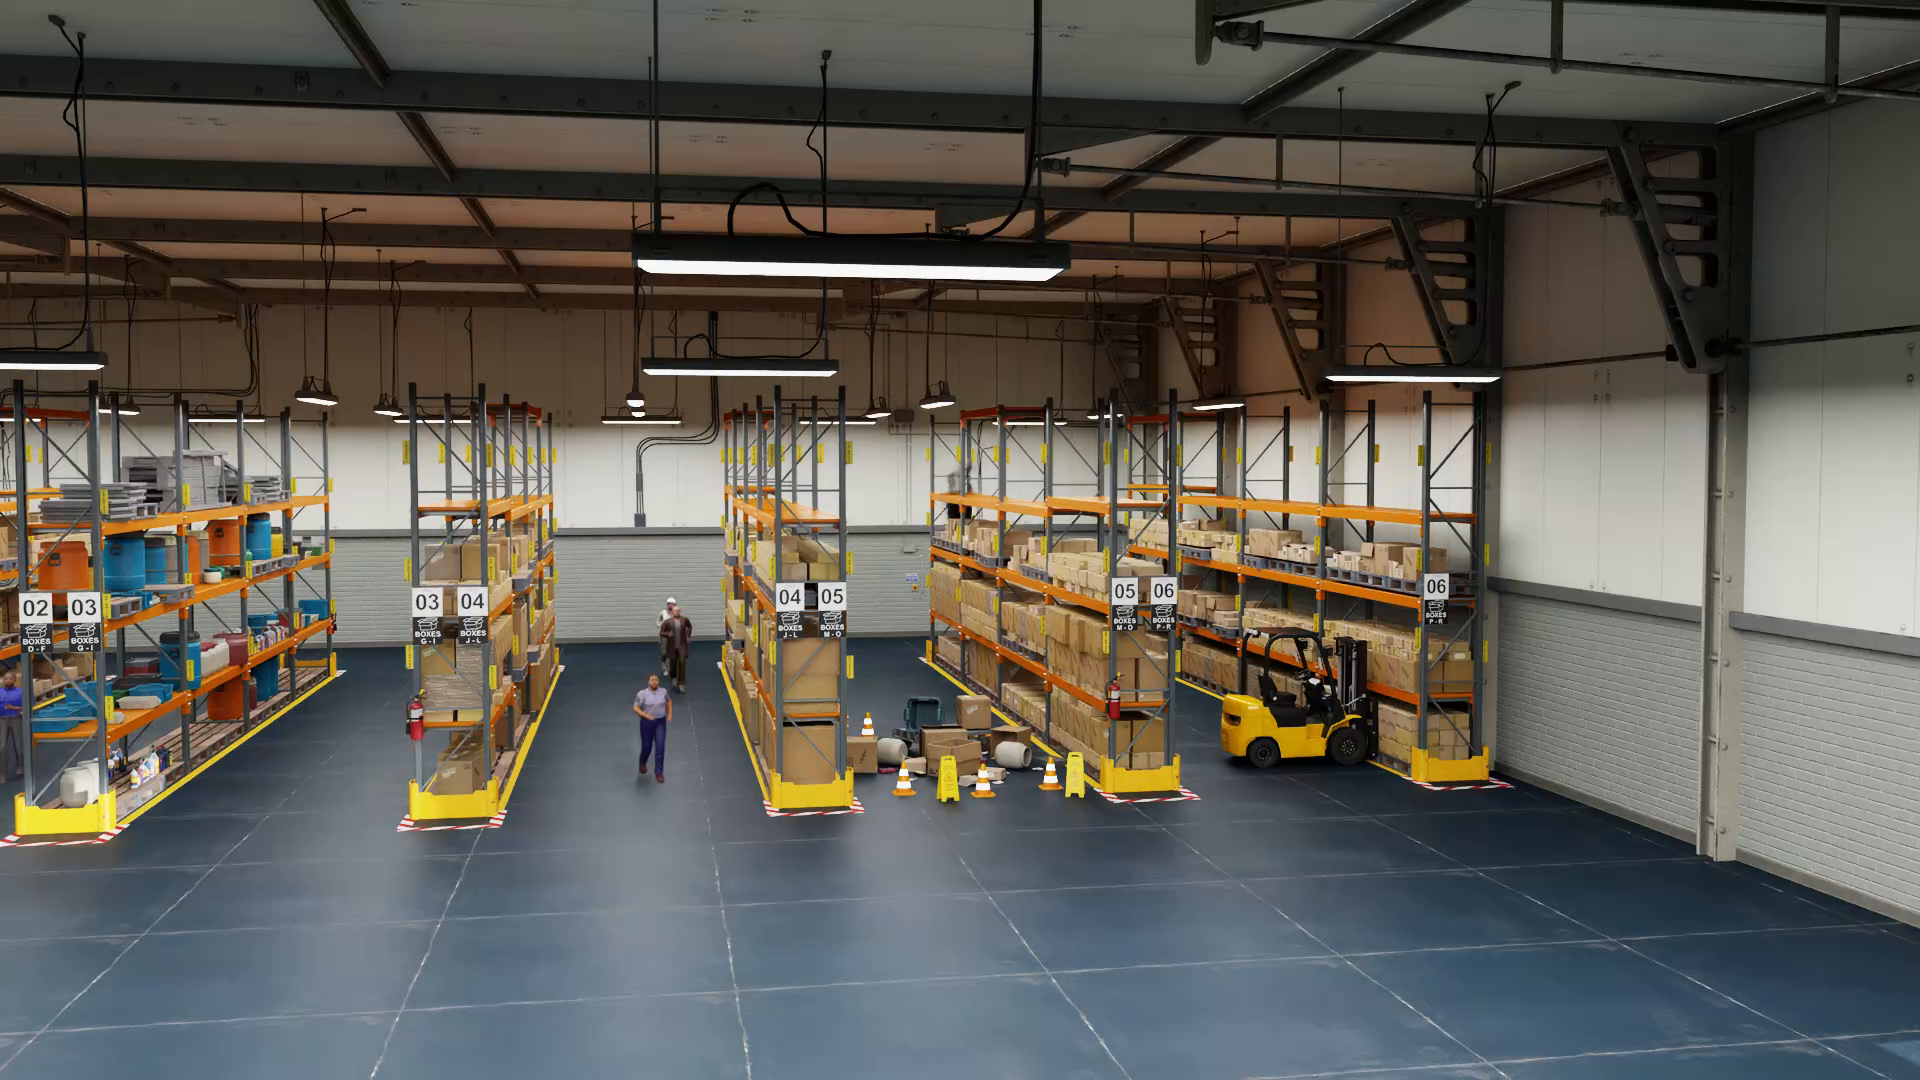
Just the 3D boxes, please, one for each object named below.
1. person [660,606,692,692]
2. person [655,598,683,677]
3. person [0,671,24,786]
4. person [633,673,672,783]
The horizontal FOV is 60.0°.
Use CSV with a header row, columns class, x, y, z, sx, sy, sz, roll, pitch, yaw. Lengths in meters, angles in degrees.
class,x,y,z,sx,sy,sz,roll,pitch,yaw
person,-6.036,2.295,35.413,0.708,1.791,1.040,-1,3,-15
person,-6.632,2.206,38.083,0.673,1.772,0.830,0,3,-5
person,-14.614,2.868,25.593,0.554,1.703,0.825,-1,3,-21
person,-4.751,2.884,25.758,0.629,1.668,0.806,-1,3,-23
